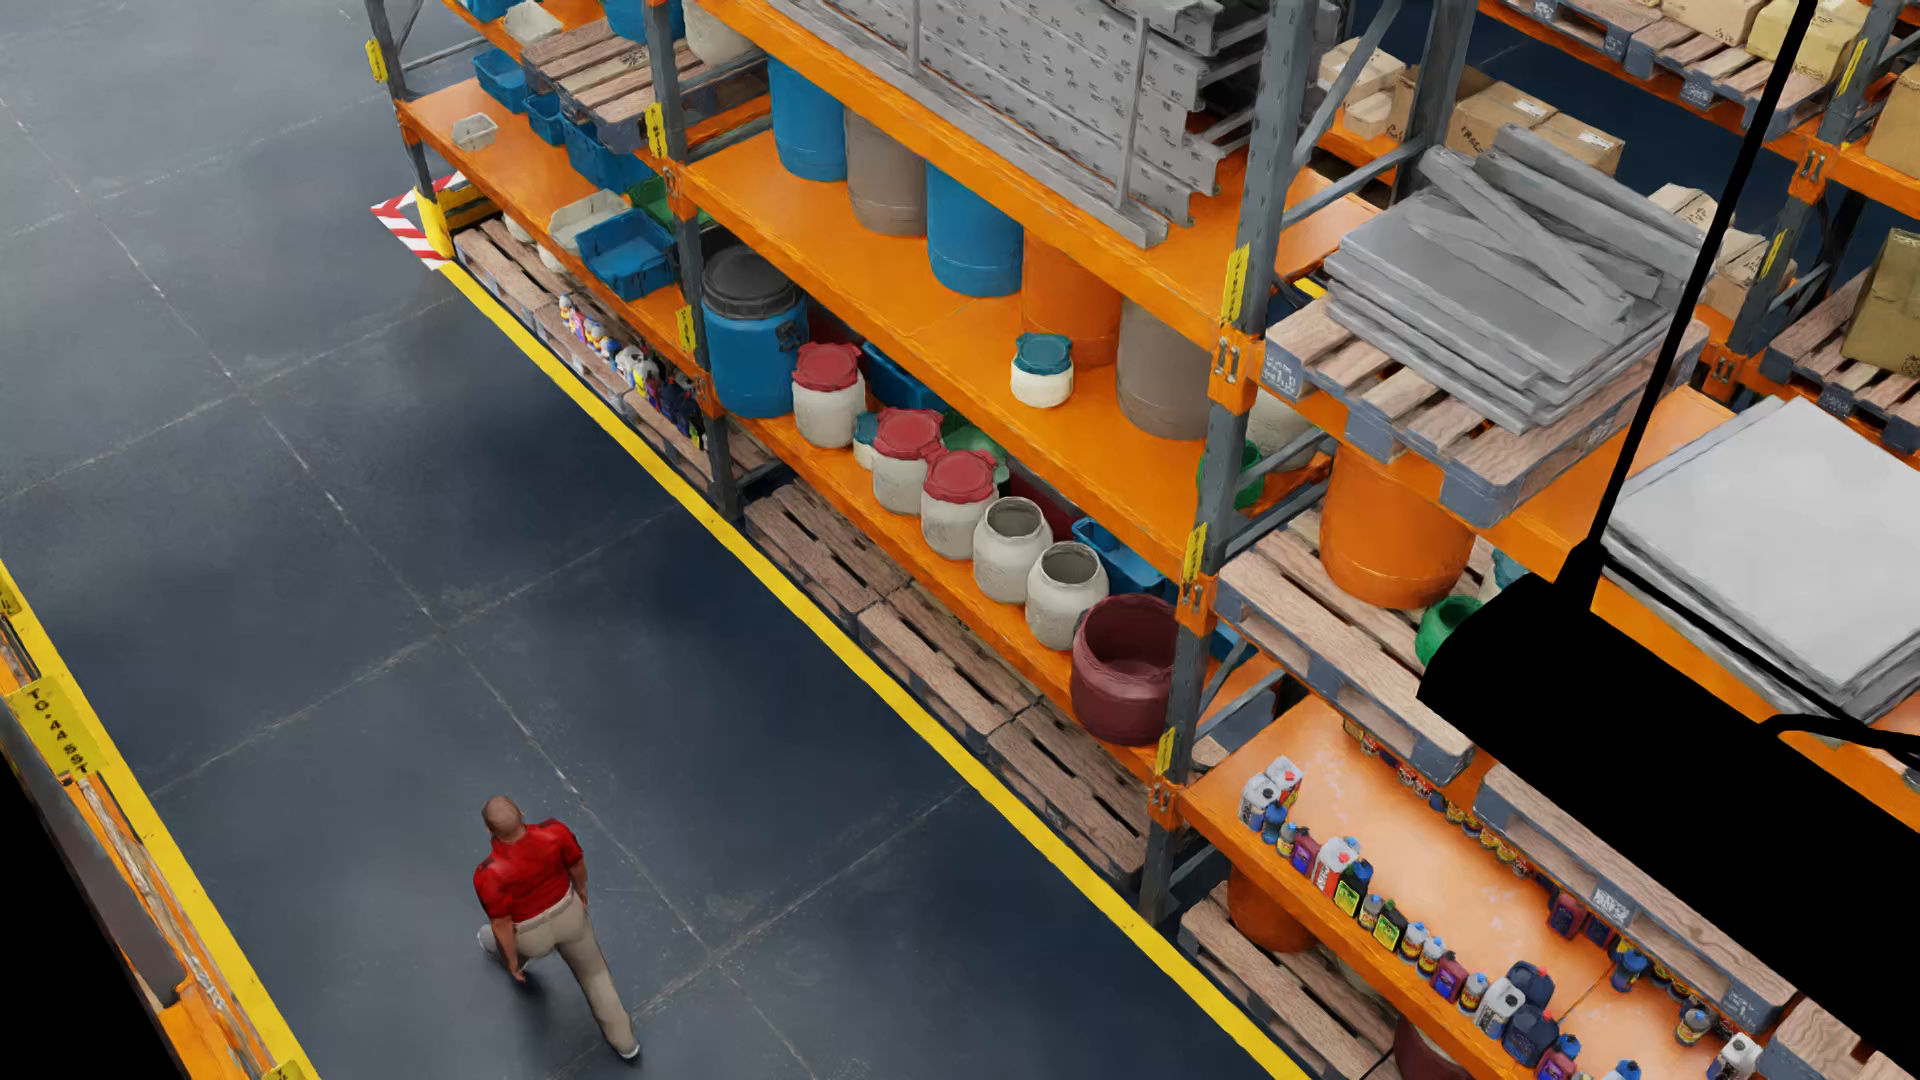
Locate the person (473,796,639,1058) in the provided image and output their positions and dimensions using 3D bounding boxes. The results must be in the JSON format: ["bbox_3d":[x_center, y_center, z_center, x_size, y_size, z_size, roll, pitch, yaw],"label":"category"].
[{"bbox_3d":[-2.053,1.793,8.123,0.542,1.645,1.126,-30,53,-25],"label":"person"}]
